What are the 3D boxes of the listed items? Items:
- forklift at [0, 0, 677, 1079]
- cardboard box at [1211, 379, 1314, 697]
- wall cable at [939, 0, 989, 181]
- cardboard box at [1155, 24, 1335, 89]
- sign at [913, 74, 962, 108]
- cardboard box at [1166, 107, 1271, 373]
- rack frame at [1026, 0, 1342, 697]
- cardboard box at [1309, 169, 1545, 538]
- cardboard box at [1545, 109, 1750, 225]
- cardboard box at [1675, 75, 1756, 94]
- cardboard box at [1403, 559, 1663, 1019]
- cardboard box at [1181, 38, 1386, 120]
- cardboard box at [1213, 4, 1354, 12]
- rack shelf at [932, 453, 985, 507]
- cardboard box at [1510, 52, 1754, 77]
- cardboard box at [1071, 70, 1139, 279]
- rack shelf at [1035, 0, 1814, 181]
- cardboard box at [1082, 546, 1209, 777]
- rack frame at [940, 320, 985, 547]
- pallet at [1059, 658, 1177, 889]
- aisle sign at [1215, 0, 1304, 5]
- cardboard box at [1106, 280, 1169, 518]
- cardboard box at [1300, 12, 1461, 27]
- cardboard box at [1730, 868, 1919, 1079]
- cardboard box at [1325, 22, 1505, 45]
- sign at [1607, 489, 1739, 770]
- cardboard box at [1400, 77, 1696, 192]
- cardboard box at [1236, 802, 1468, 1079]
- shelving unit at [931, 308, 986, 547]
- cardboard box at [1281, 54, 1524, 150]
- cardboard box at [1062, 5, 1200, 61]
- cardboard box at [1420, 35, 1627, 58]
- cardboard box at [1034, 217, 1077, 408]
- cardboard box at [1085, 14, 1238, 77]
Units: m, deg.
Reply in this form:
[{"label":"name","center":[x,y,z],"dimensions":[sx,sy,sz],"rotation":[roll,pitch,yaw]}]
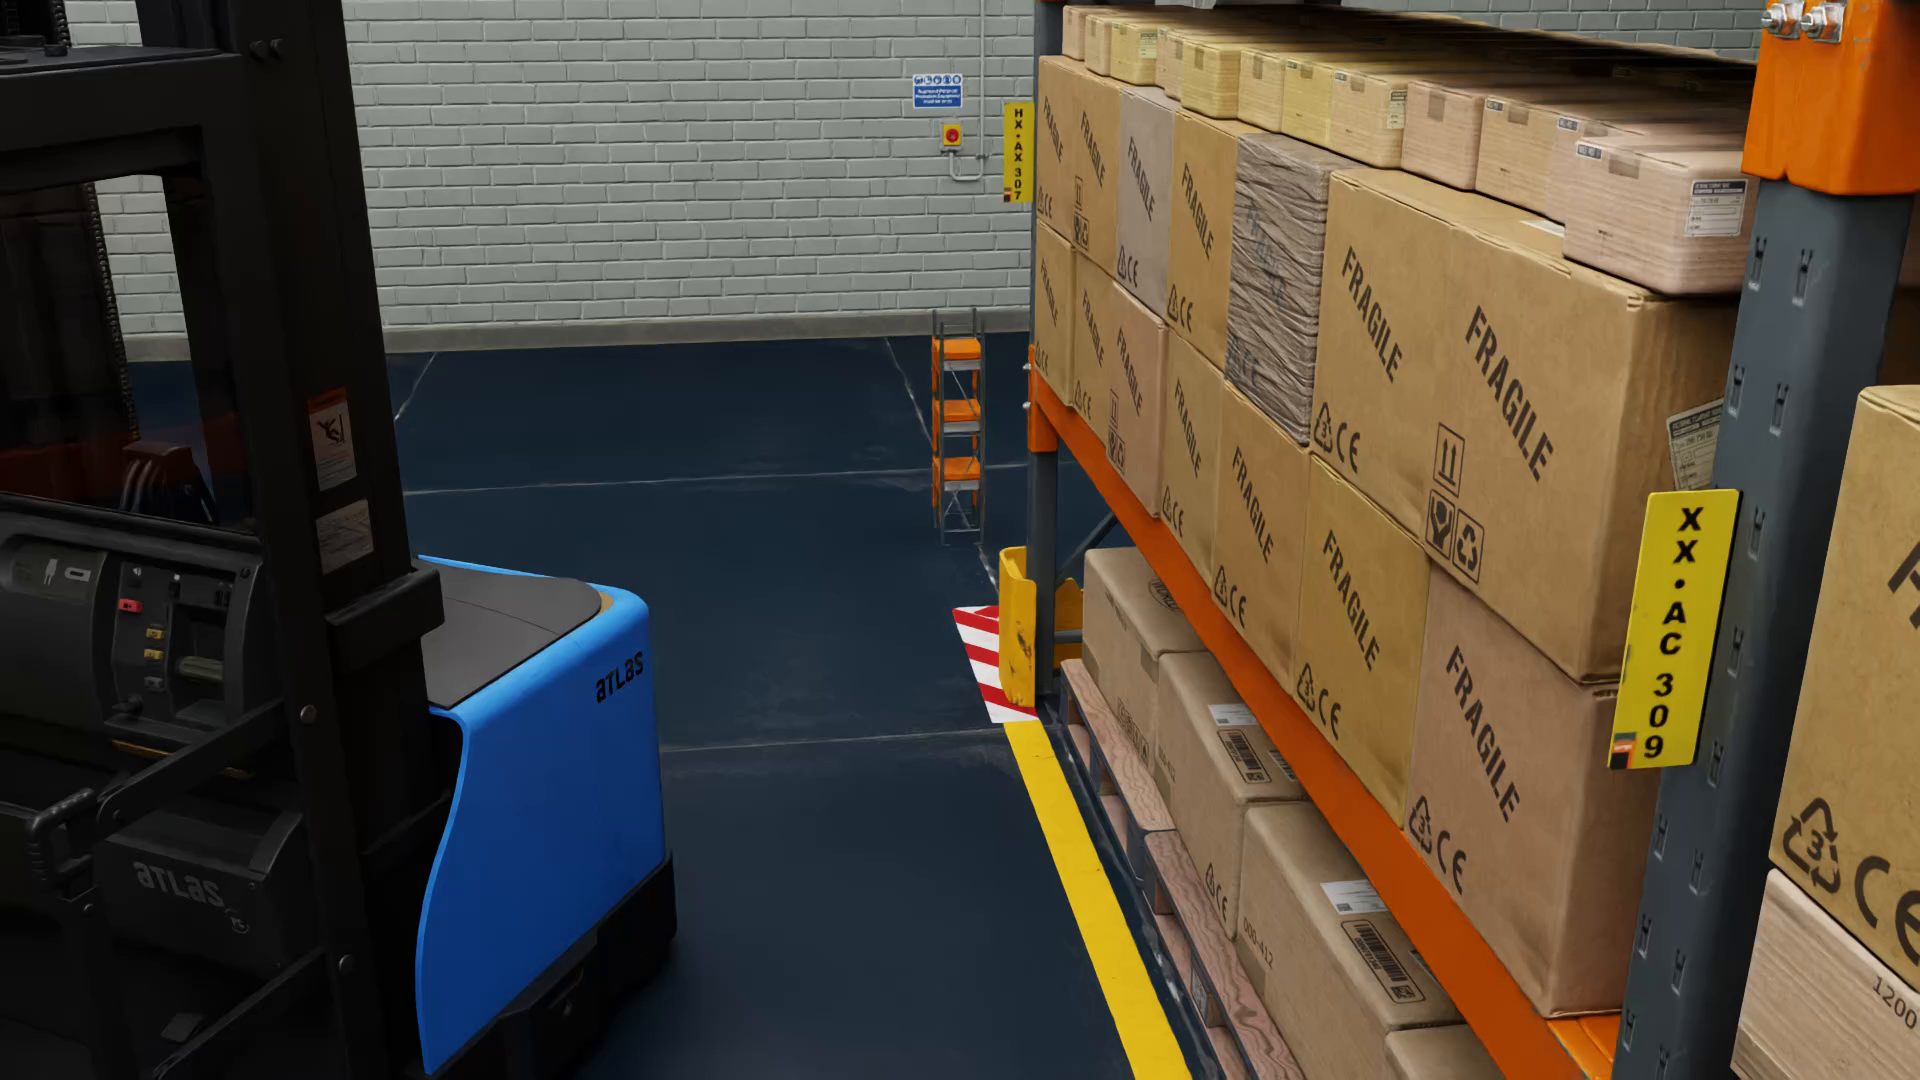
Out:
[{"label":"forklift","center":[-1.811,0.178,3.050],"dimensions":[1.130,2.935,3.031],"rotation":[8,22,21]},{"label":"cardboard box","center":[0.835,-0.030,3.367],"dimensions":[0.500,0.500,0.500],"rotation":[-3,21,-9]},{"label":"wall cable","center":[-0.091,-3.311,10.798],"dimensions":[0.585,1.953,0.123],"rotation":[-3,21,-8]},{"label":"cardboard box","center":[0.701,-1.190,4.117],"dimensions":[0.380,0.149,0.250],"rotation":[-3,21,-7]},{"label":"sign","center":[-0.147,-2.966,10.984],"dimensions":[0.327,0.218,0.001],"rotation":[-3,21,-8]},{"label":"cardboard box","center":[0.769,-0.675,3.665],"dimensions":[0.500,0.500,0.500],"rotation":[-3,21,-8]},{"label":"rack frame","center":[0.745,-0.869,5.757],"dimensions":[1.000,3.000,0.127],"rotation":[-3,21,-8]},{"label":"cardboard box","center":[0.915,-0.325,2.728],"dimensions":[0.500,0.500,0.500],"rotation":[-3,21,-9]},{"label":"cardboard box","center":[1.032,-0.491,2.245],"dimensions":[0.380,0.149,0.250],"rotation":[-2,21,-6]},{"label":"cardboard box","center":[1.427,-0.689,2.776],"dimensions":[0.380,0.149,0.250],"rotation":[-3,21,-8]},{"label":"cardboard box","center":[1.002,0.321,2.427],"dimensions":[0.500,0.500,0.500],"rotation":[-3,21,-7]},{"label":"cardboard box","center":[0.704,-1.013,3.641],"dimensions":[0.380,0.149,0.250],"rotation":[-3,21,-9]},{"label":"cardboard box","center":[0.995,-1.574,5.145],"dimensions":[0.380,0.149,0.250],"rotation":[-3,21,-7]},{"label":"rack shelf","center":[-0.008,-0.240,7.683],"dimensions":[0.215,0.259,0.240],"rotation":[-3,21,-8]},{"label":"cardboard box","center":[1.299,-0.866,3.248],"dimensions":[0.380,0.149,0.250],"rotation":[-3,21,-8]},{"label":"cardboard box","center":[0.614,-1.026,4.603],"dimensions":[0.500,0.500,0.500],"rotation":[-3,21,-9]},{"label":"rack shelf","center":[1.034,-1.245,3.504],"dimensions":[1.077,0.370,4.000],"rotation":[-3,21,-8]},{"label":"cardboard box","center":[0.939,0.358,5.533],"dimensions":[0.875,0.438,0.875],"rotation":[-4,21,-10]},{"label":"rack frame","center":[0.010,-0.468,7.469],"dimensions":[0.200,1.050,0.008],"rotation":[-3,21,-8]},{"label":"pallet","center":[0.938,0.710,5.514],"dimensions":[1.003,0.211,1.213],"rotation":[-3,21,-8]},{"label":"aisle sign","center":[1.042,-2.128,5.411],"dimensions":[0.394,0.787,0.004],"rotation":[-3,21,-8]},{"label":"cardboard box","center":[0.686,-0.385,4.317],"dimensions":[0.500,0.500,0.500],"rotation":[-3,21,-8]},{"label":"cardboard box","center":[1.176,-1.403,4.685],"dimensions":[0.380,0.149,0.250],"rotation":[-3,21,-8]},{"label":"cardboard box","center":[1.106,0.518,1.542],"dimensions":[0.500,0.250,0.500],"rotation":[-4,21,-9]},{"label":"cardboard box","center":[1.139,-1.219,4.194],"dimensions":[0.380,0.149,0.250],"rotation":[-3,21,-8]},{"label":"sign","center":[0.773,0.101,1.807],"dimensions":[0.100,0.325,0.005],"rotation":[-3,21,-8]},{"label":"cardboard box","center":[0.951,-0.665,2.709],"dimensions":[0.380,0.149,0.250],"rotation":[-3,21,-8]},{"label":"cardboard box","center":[1.208,0.986,3.850],"dimensions":[0.875,0.438,0.875],"rotation":[-4,21,-9]},{"label":"shelving unit","center":[-0.008,-0.510,7.582],"dimensions":[0.215,1.050,0.252],"rotation":[-3,21,-8]},{"label":"cardboard box","center":[0.841,-0.840,3.179],"dimensions":[0.380,0.149,0.250],"rotation":[-3,21,-9]},{"label":"cardboard box","center":[0.523,-1.552,5.085],"dimensions":[0.380,0.149,0.250],"rotation":[-2,21,-7]},{"label":"cardboard box","center":[1.253,-1.044,3.724],"dimensions":[0.380,0.149,0.250],"rotation":[-2,21,-6]},{"label":"cardboard box","center":[0.530,-0.736,5.256],"dimensions":[0.500,0.500,0.500],"rotation":[-3,21,-8]},{"label":"cardboard box","center":[0.555,-1.369,4.595],"dimensions":[0.380,0.149,0.250],"rotation":[-2,21,-6]}]
